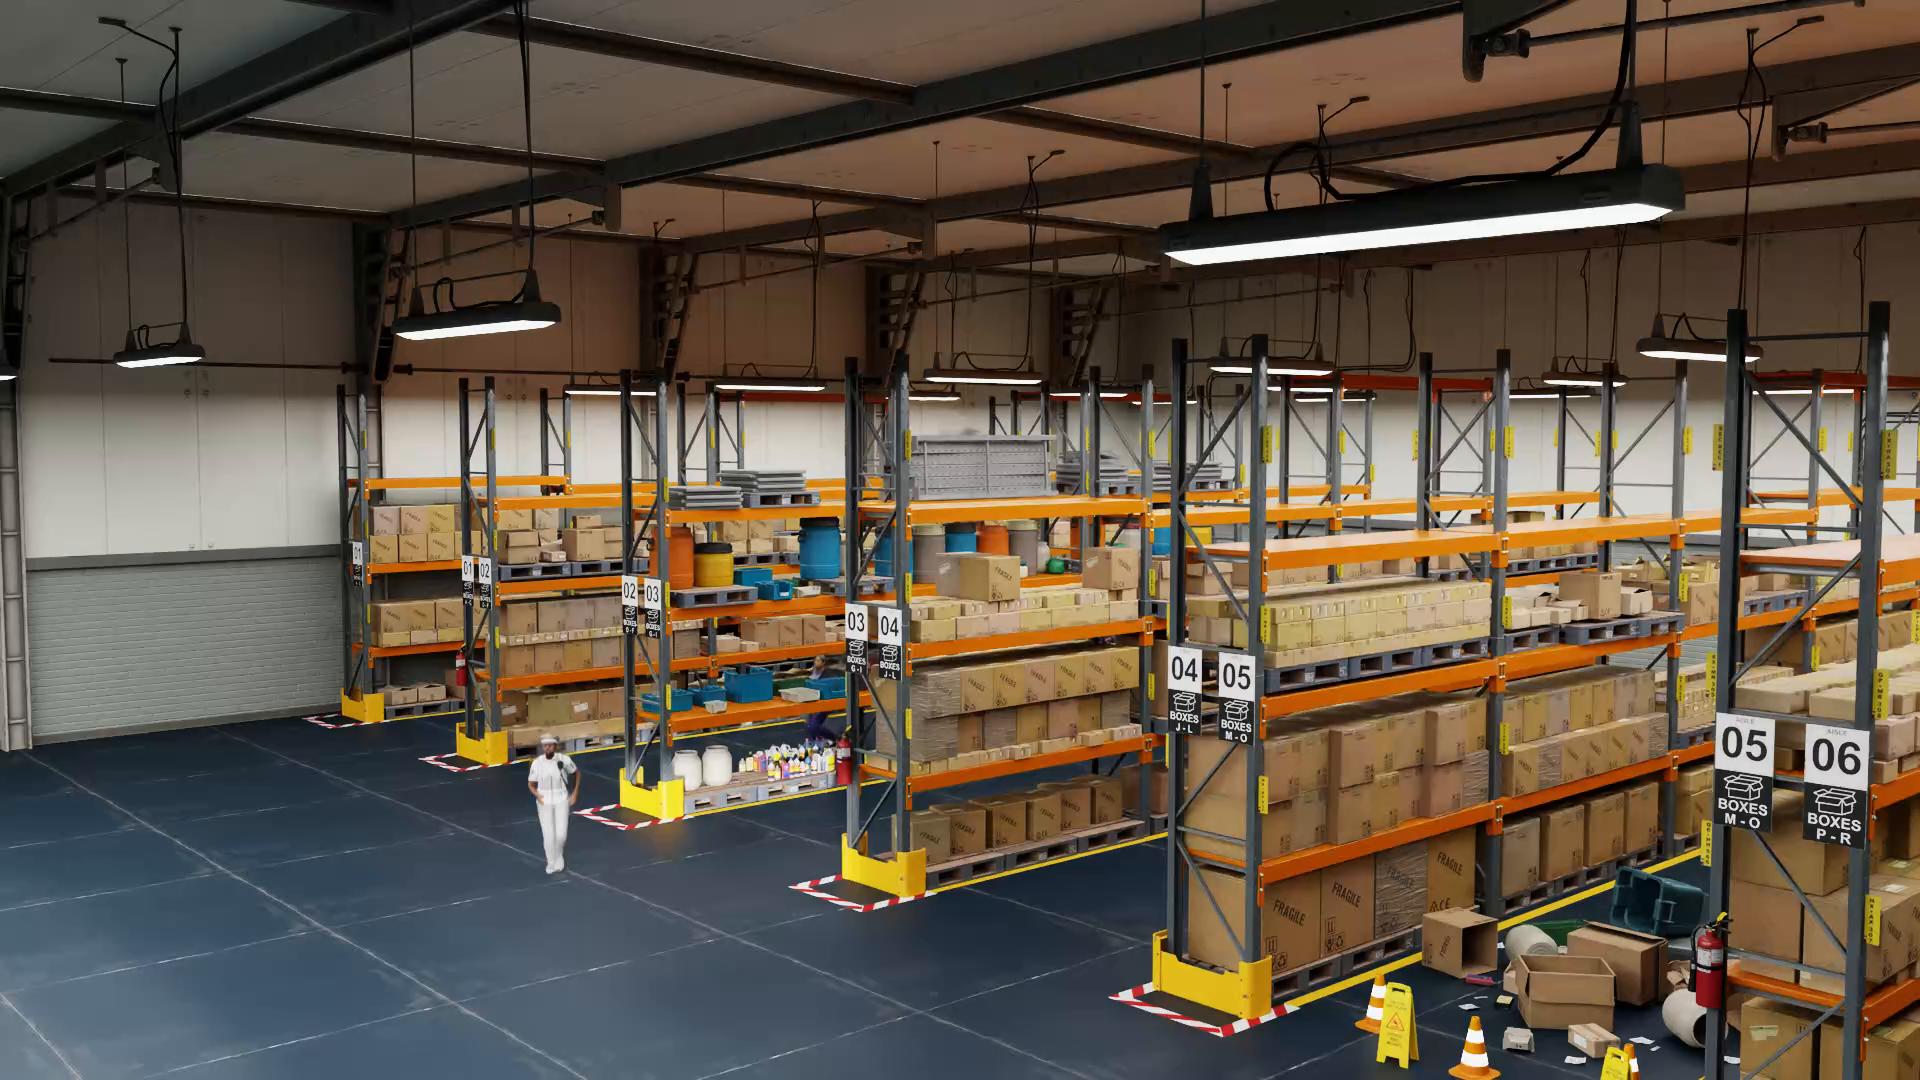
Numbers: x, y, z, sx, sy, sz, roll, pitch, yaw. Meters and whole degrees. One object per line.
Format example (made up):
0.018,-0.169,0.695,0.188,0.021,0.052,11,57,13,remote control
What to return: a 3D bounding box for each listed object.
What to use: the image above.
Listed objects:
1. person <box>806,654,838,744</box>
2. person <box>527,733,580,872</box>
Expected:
-2.255,2.625,26.496,0.565,1.599,0.601,-3,5,-43,person
-4.727,3.062,19.344,0.590,1.659,0.582,-1,4,-10,person
